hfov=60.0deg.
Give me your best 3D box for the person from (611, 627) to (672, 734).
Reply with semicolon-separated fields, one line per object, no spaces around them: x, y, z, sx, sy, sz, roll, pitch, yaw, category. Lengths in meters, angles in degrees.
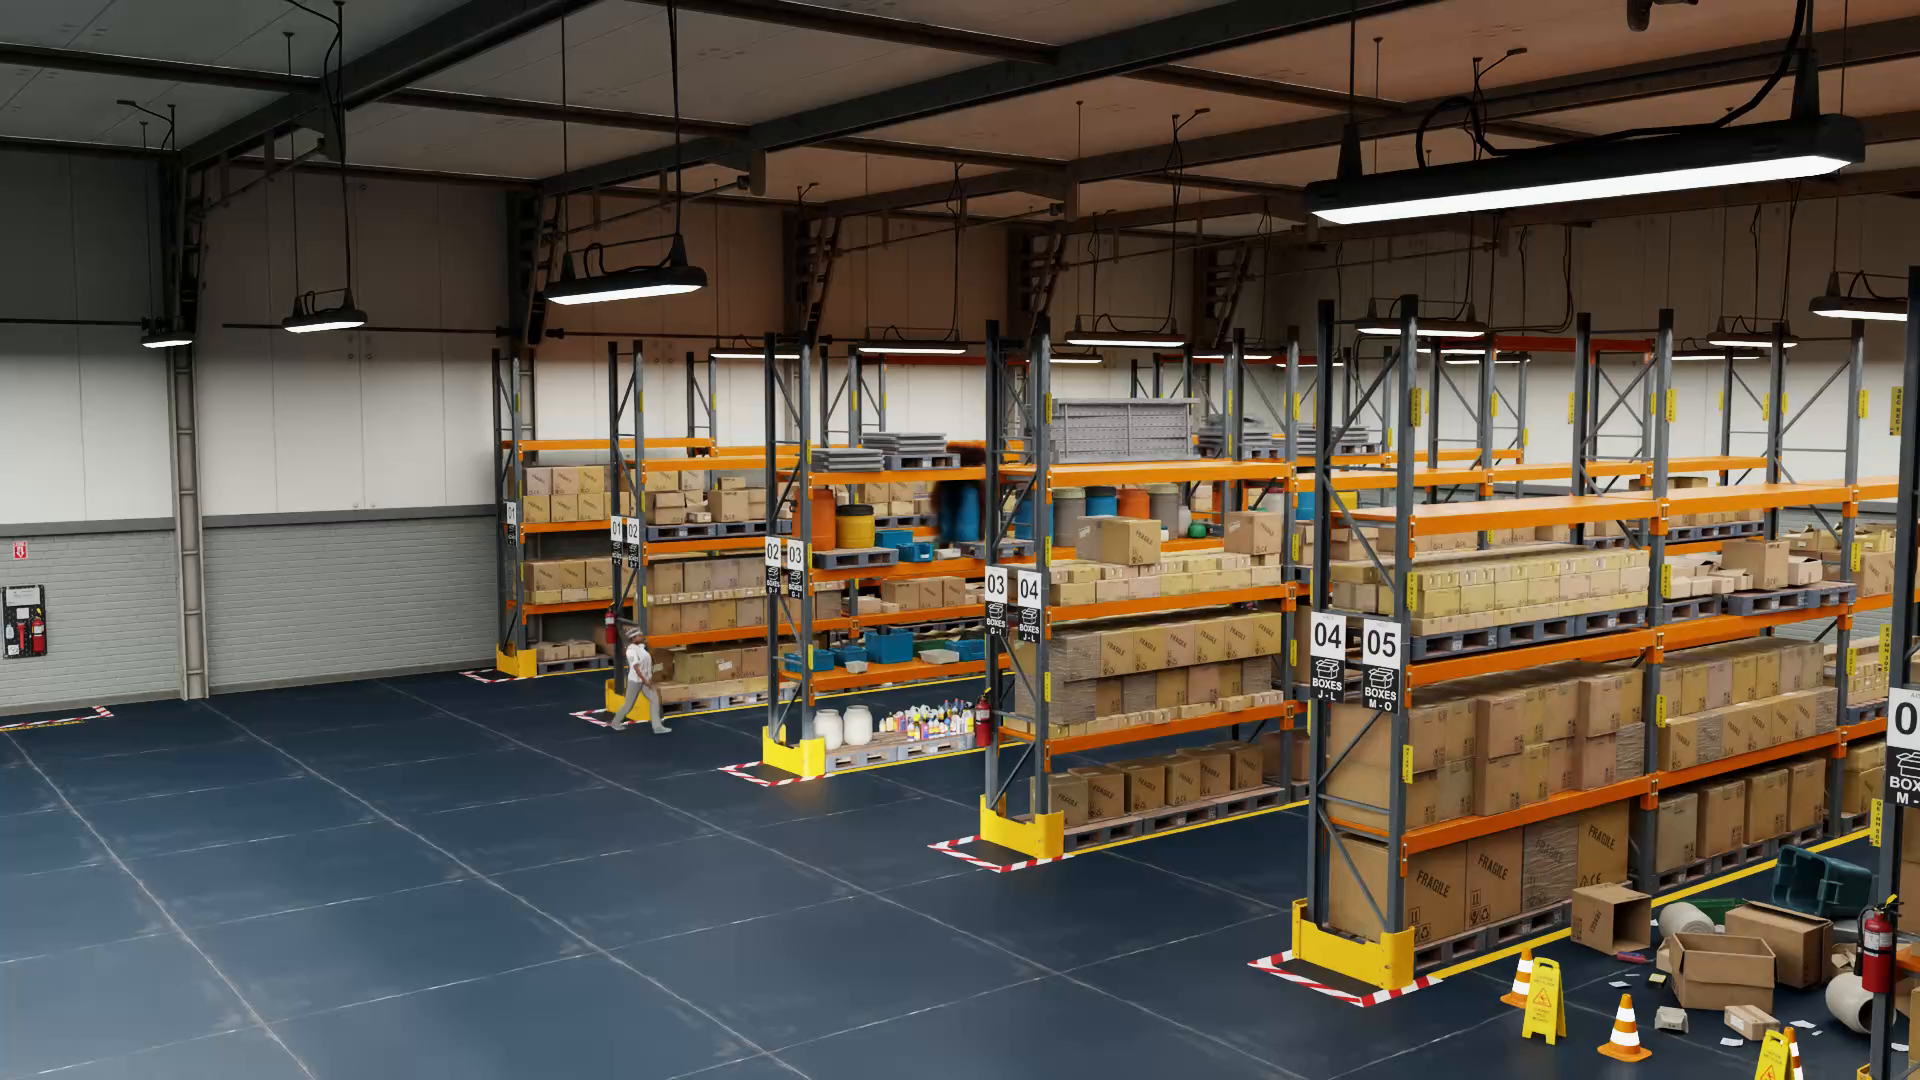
-4.827;2.119;25.312;1.011;1.630;0.573;2;6;25;person
